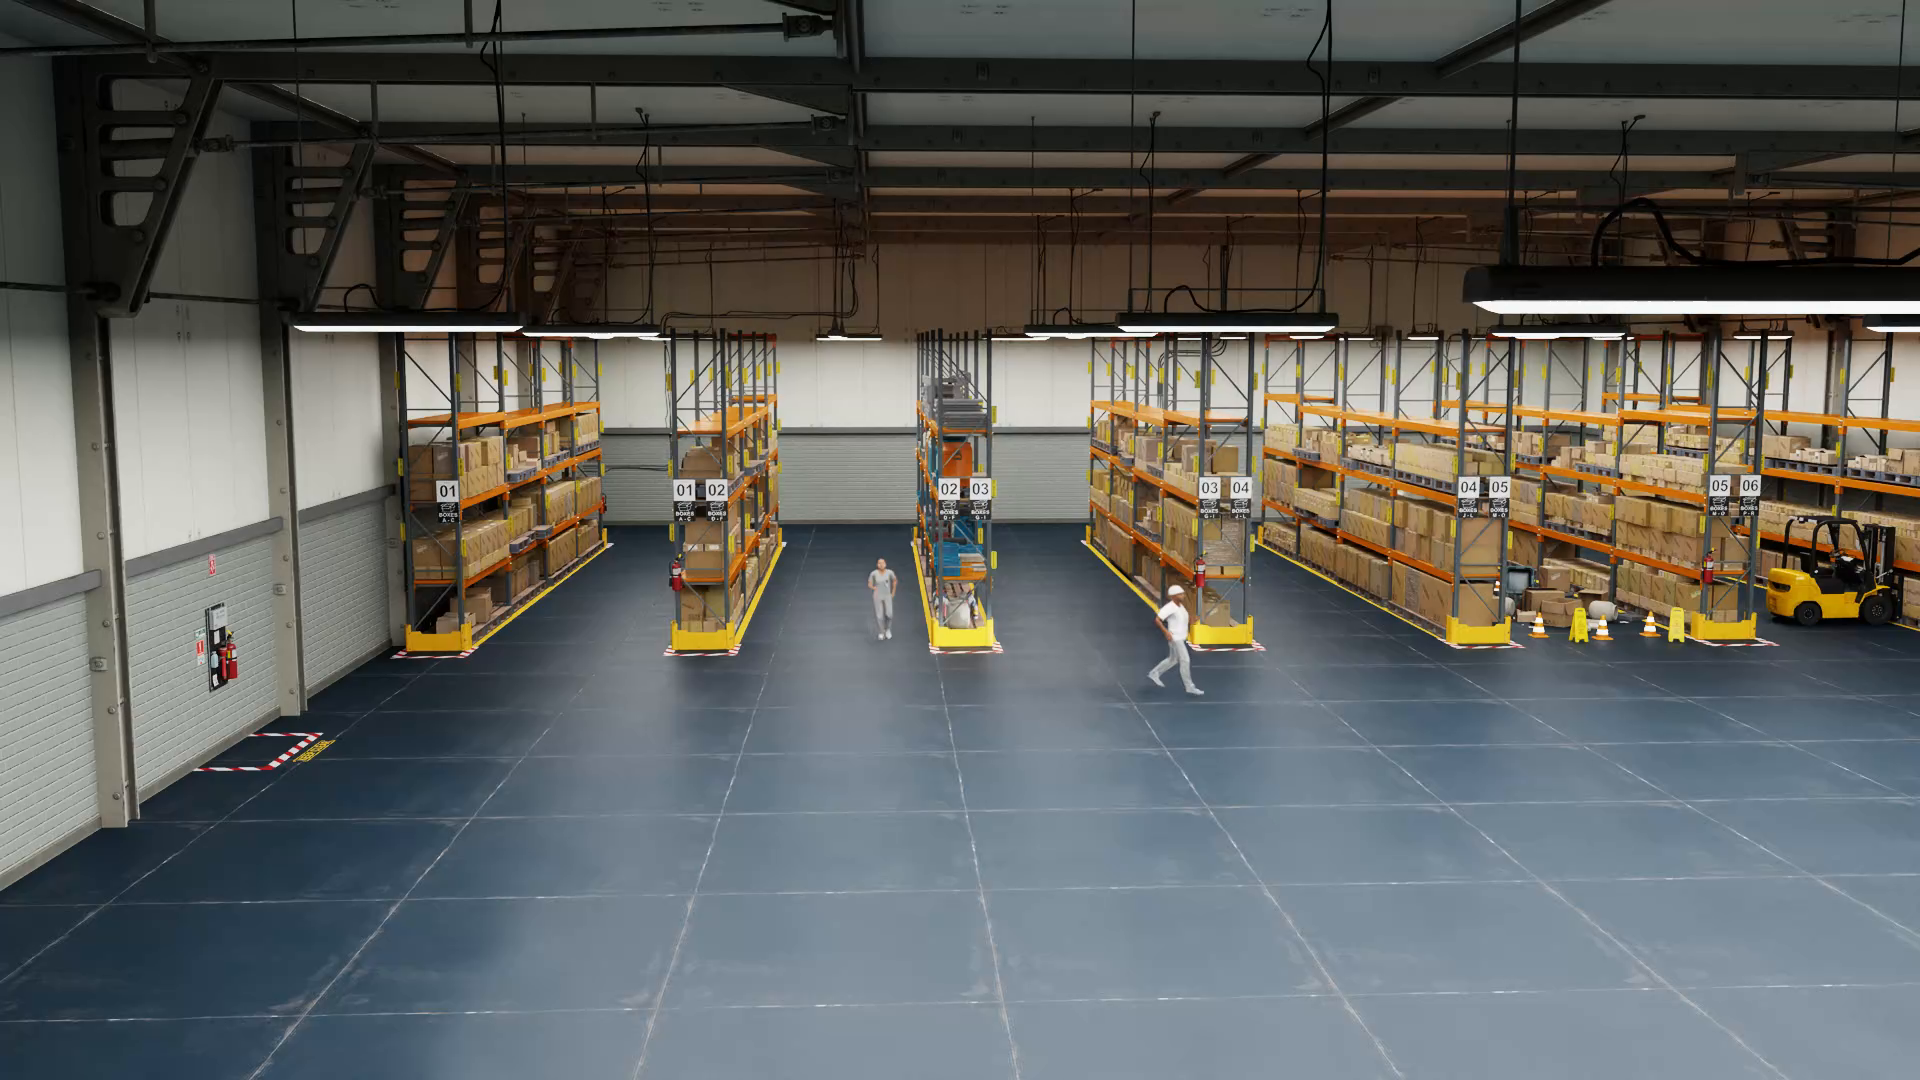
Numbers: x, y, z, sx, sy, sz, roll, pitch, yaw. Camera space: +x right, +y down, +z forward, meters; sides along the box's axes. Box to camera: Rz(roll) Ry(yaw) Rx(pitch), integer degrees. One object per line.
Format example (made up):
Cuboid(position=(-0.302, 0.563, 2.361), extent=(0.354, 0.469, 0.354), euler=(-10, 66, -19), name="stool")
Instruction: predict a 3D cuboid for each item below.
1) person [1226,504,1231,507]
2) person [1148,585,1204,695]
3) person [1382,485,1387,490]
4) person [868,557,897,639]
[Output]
Cuboid(position=(7.640, -0.813, 48.388), extent=(0.628, 1.694, 0.695), euler=(-6, 9, -40), name="person")
Cuboid(position=(3.547, 1.614, 27.227), extent=(0.987, 1.755, 0.699), euler=(3, 7, 22), name="person")
Cuboid(position=(12.577, -0.927, 49.420), extent=(0.697, 1.639, 0.547), euler=(-1, 7, -6), name="person")
Cuboid(position=(-1.491, 1.128, 32.112), extent=(0.568, 1.617, 0.715), euler=(0, 7, -3), name="person")
